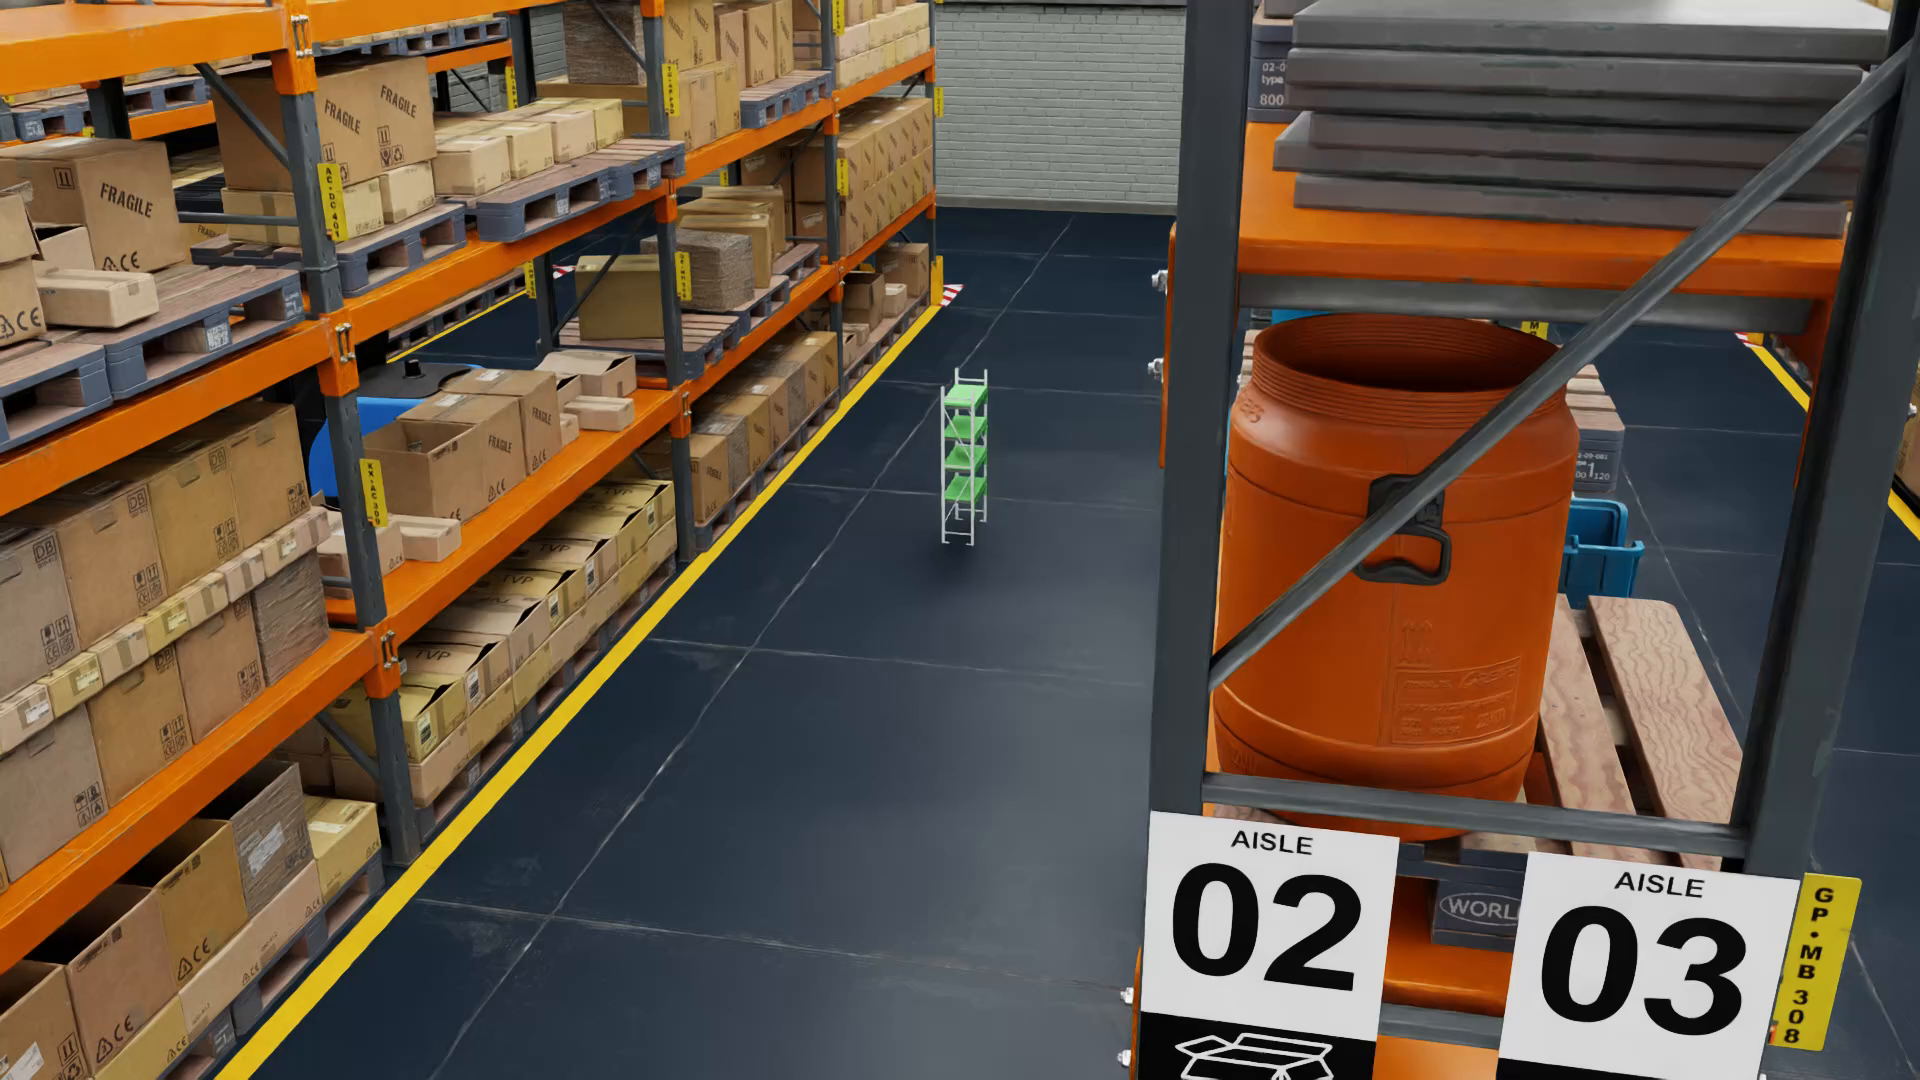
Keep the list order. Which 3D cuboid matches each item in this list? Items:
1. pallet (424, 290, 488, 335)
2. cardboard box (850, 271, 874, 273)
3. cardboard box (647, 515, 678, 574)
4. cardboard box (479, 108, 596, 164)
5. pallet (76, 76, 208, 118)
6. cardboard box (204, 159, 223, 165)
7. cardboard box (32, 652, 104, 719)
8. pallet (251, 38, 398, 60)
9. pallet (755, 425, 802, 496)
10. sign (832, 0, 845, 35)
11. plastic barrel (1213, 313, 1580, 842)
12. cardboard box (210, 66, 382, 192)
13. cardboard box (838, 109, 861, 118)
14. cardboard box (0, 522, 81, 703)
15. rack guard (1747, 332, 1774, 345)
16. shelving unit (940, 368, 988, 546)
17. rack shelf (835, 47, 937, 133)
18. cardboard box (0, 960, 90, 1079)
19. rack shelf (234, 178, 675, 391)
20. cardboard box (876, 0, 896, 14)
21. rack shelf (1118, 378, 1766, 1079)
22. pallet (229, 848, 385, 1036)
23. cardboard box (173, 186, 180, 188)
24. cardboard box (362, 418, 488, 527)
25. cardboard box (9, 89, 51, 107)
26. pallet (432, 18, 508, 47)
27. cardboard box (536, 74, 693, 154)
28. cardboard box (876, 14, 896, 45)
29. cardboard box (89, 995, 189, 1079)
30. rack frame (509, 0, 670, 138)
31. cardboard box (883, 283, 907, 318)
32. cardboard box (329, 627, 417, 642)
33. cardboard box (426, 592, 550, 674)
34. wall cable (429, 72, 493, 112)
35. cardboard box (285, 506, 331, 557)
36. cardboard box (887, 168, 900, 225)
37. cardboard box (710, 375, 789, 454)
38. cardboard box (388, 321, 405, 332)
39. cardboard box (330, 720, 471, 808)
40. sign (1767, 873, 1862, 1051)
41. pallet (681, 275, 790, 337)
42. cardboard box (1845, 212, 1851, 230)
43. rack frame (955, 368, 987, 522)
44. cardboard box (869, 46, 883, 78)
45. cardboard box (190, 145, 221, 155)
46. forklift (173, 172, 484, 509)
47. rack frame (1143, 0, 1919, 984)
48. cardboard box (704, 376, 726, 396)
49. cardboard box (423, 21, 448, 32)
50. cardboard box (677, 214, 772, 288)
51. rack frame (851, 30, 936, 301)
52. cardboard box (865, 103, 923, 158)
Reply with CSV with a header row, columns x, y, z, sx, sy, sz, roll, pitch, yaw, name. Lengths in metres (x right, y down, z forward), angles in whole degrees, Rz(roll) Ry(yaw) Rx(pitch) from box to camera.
x,y,z,sx,sy,sz,roll,pitch,yaw,name
-5.963,-2.546,18.392,1.003,0.211,1.213,4,22,11,pallet
-1.197,-2.961,18.918,0.380,0.149,0.250,4,22,11,cardboard box
-2.276,0.011,11.429,0.500,0.250,0.500,5,22,12,cardboard box
-2.534,-2.434,10.005,0.500,0.250,0.500,5,22,12,cardboard box
-6.953,-3.609,13.538,1.003,0.211,1.213,6,23,13,pallet
-6.400,-3.285,14.931,0.500,0.250,0.500,5,22,12,cardboard box
-3.381,0.513,6.064,0.380,0.149,0.250,5,23,13,cardboard box
-6.264,-4.768,16.282,1.003,0.211,1.213,4,22,11,pallet
-1.967,-0.702,13.814,1.003,0.211,1.213,4,22,11,pallet
-1.047,-4.516,14.318,0.100,0.325,0.005,4,22,11,sign
0.784,0.051,3.058,0.600,0.830,0.708,4,22,11,plastic barrel
-3.059,-1.905,7.687,0.500,0.500,0.500,5,22,12,cardboard box
-1.330,-4.200,17.294,0.500,0.500,0.500,5,22,12,cardboard box
-3.615,0.248,5.853,0.700,0.500,0.500,4,22,11,cardboard box
8.927,-2.299,17.393,1.175,0.500,0.348,4,22,11,rack guard
0.034,-0.617,12.280,0.258,1.200,0.503,4,22,11,shelving unit
-1.183,-4.533,16.540,1.077,0.370,4.000,4,22,11,rack shelf
-3.523,1.832,5.904,0.500,0.500,0.500,4,22,11,cardboard box
-2.815,-1.607,9.276,1.077,0.370,4.000,4,22,11,rack shelf
-1.046,-5.551,16.635,0.700,0.500,0.500,4,22,11,cardboard box
1.217,0.235,4.702,1.077,0.370,4.000,4,22,11,rack shelf
-3.427,1.763,7.692,1.003,0.211,1.213,4,22,11,pallet
-6.705,-2.724,13.540,0.500,0.250,0.500,5,22,11,cardboard box
-2.943,-0.336,9.039,0.500,0.500,0.500,6,23,15,cardboard box
-7.216,-3.477,12.234,0.700,0.500,0.500,3,22,7,cardboard box
-5.766,-5.661,18.497,1.003,0.211,1.213,4,22,11,pallet
-2.351,-2.880,11.341,0.910,0.500,0.500,4,22,11,cardboard box
-0.933,-5.004,16.279,0.500,0.250,0.500,4,22,11,cardboard box
-3.405,1.998,6.495,0.500,0.250,0.500,4,22,11,cardboard box
-2.407,-4.063,10.397,1.000,3.000,0.127,4,22,11,rack frame
-0.868,-2.572,17.817,0.500,0.250,0.500,4,22,11,cardboard box
-3.321,0.642,9.112,0.500,0.311,0.500,5,22,12,cardboard box
-2.683,0.499,9.468,0.500,0.311,0.500,4,22,9,cardboard box
-6.290,-5.594,20.869,0.084,1.984,1.851,4,22,11,wall cable
-3.069,-0.049,7.458,0.380,0.149,0.250,4,22,11,cardboard box
-0.912,-3.512,16.924,0.500,0.500,0.500,4,22,10,cardboard box
-1.724,-1.036,13.668,0.500,0.500,0.500,4,22,9,cardboard box
-6.188,-2.421,17.133,0.700,0.500,0.500,5,22,12,cardboard box
-2.898,1.134,8.640,0.500,0.250,0.500,4,22,10,cardboard box
1.346,0.672,2.642,0.100,0.325,0.005,4,22,11,sign
-2.015,-1.903,13.321,1.003,0.211,1.213,4,22,11,pallet
8.253,-2.798,15.088,0.500,0.250,0.500,4,22,10,cardboard box
0.084,-0.706,12.501,0.240,1.200,0.015,4,22,11,rack frame
-1.040,-4.589,15.920,0.500,0.250,0.500,4,22,11,cardboard box
-6.790,-3.513,15.498,0.500,0.250,0.500,5,23,13,cardboard box
-5.192,-1.614,12.437,3.031,2.935,1.130,3,22,7,forklift
0.809,-0.759,2.191,1.000,3.000,0.127,4,22,11,rack frame
-2.239,-1.067,13.744,0.500,0.500,0.500,4,22,9,cardboard box
-5.721,-5.476,17.426,0.500,0.250,0.500,4,22,9,cardboard box
-1.891,-2.334,13.437,0.700,0.500,0.500,-1,22,-3,cardboard box
-0.775,-4.206,18.782,1.000,3.000,0.127,4,22,11,rack frame
-0.699,-4.348,17.662,0.500,0.500,0.500,5,22,12,cardboard box
